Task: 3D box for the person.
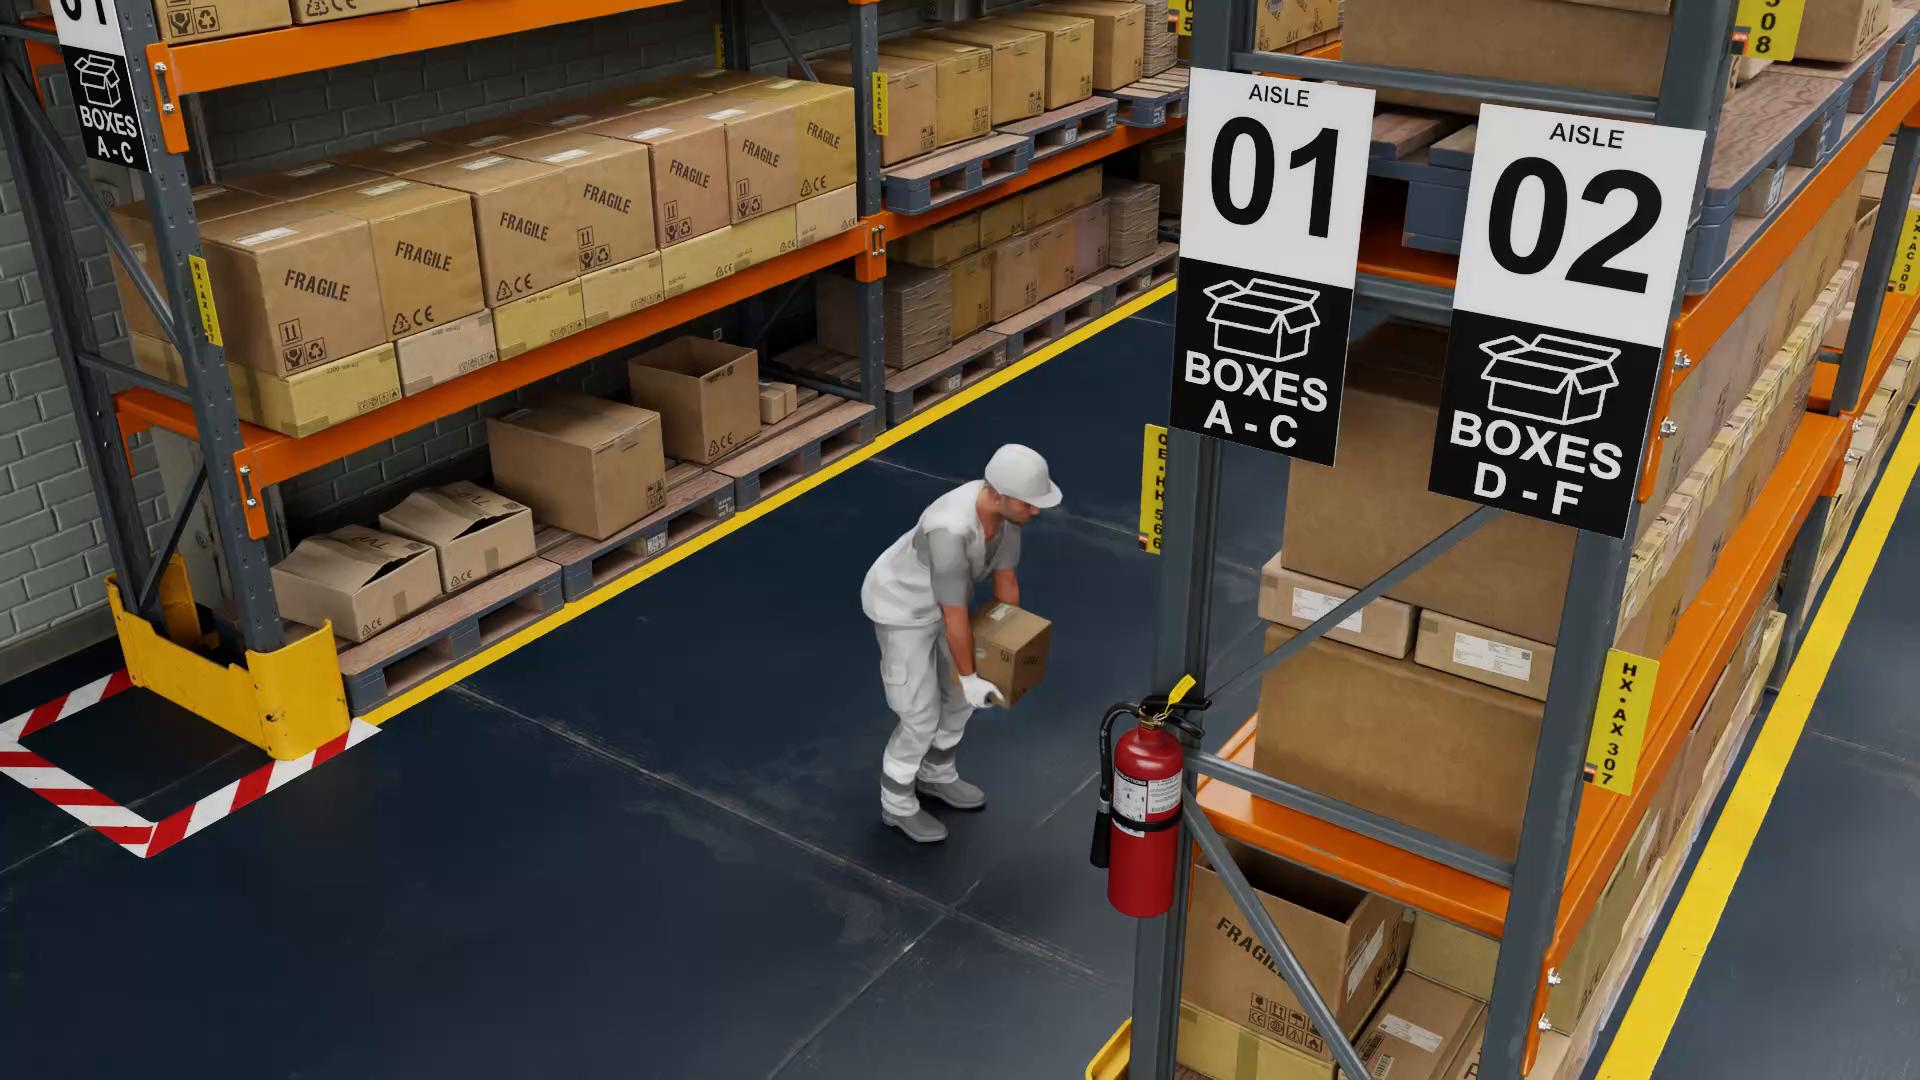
[{"bbox_3d":[0.011,0.361,6.048,0.739,1.628,0.492,16,31,29],"label":"person"}]
